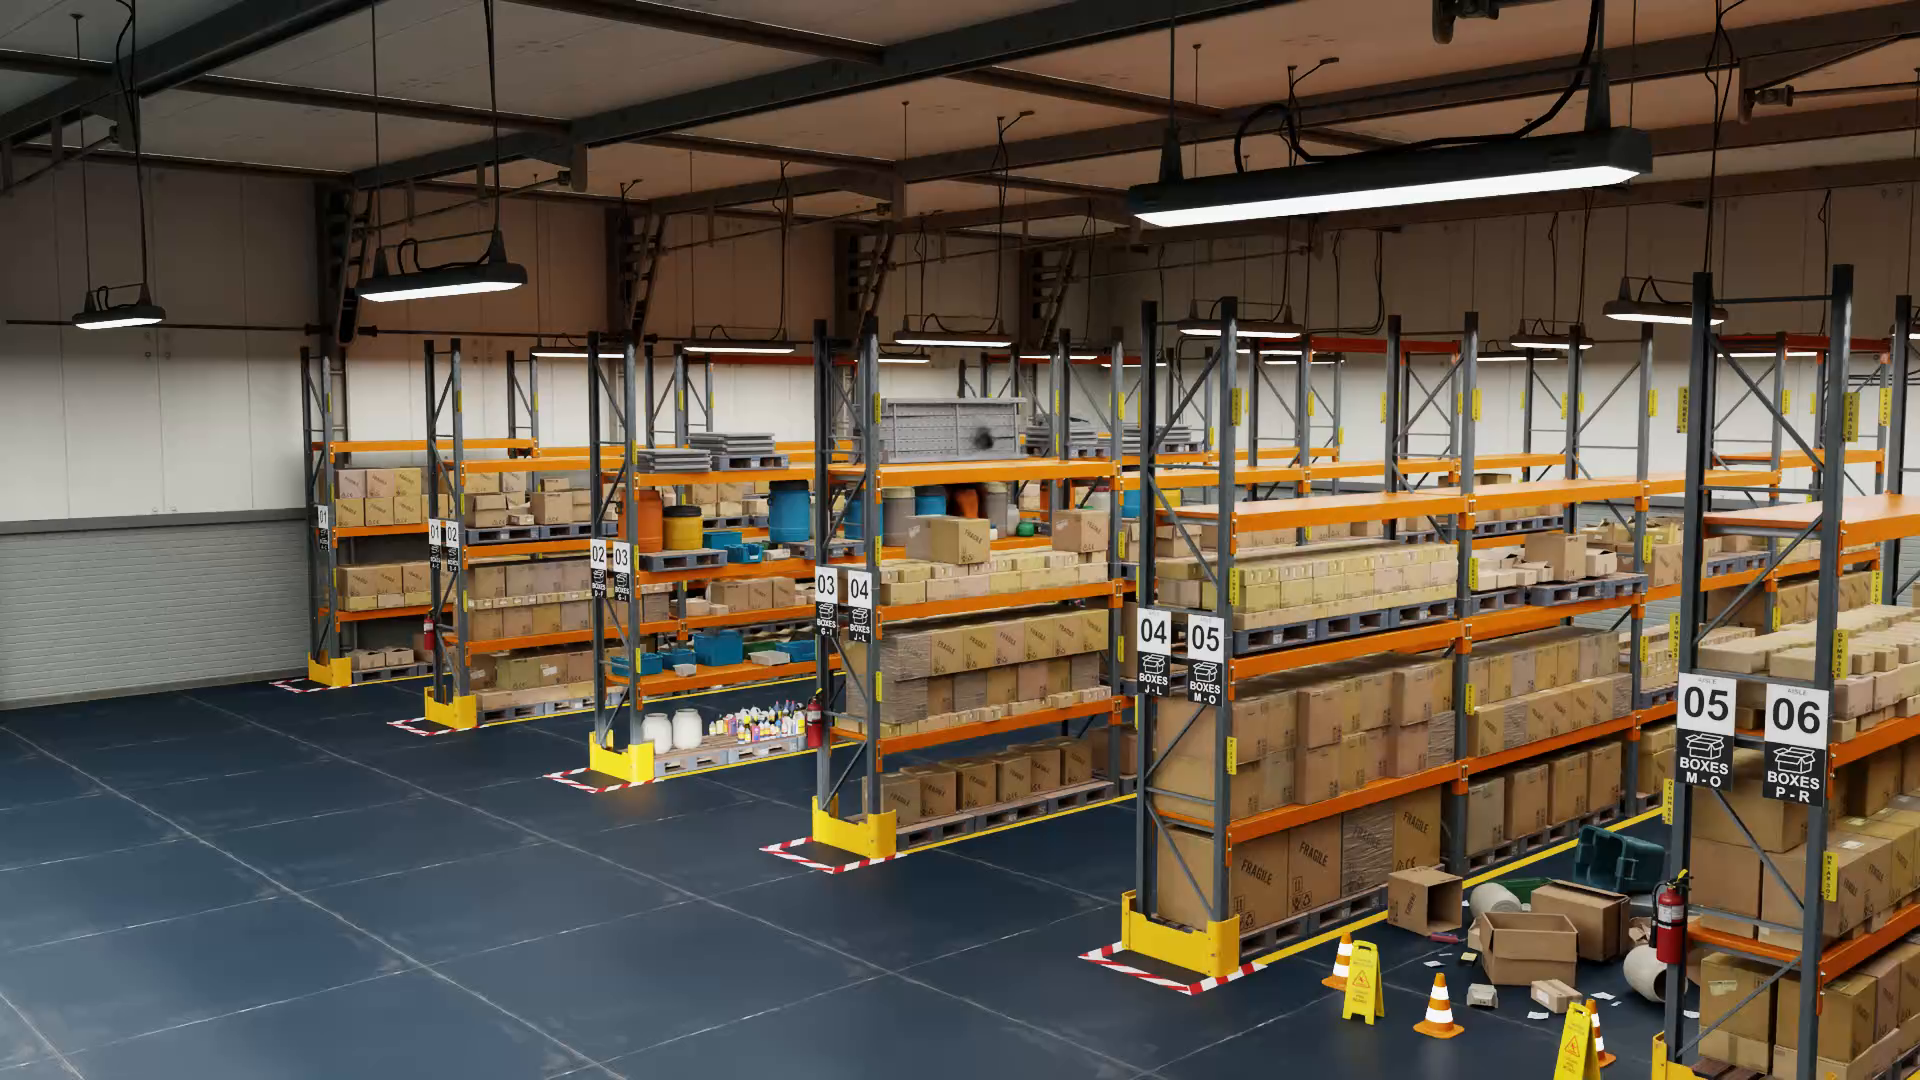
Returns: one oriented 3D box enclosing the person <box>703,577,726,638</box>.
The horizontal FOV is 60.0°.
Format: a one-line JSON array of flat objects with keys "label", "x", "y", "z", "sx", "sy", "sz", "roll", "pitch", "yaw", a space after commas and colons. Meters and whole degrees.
[{"label": "person", "x": -4.781, "y": 1.431, "z": 32.670, "sx": 0.691, "sy": 1.758, "sz": 0.872, "roll": 4, "pitch": 6, "yaw": 38}]
